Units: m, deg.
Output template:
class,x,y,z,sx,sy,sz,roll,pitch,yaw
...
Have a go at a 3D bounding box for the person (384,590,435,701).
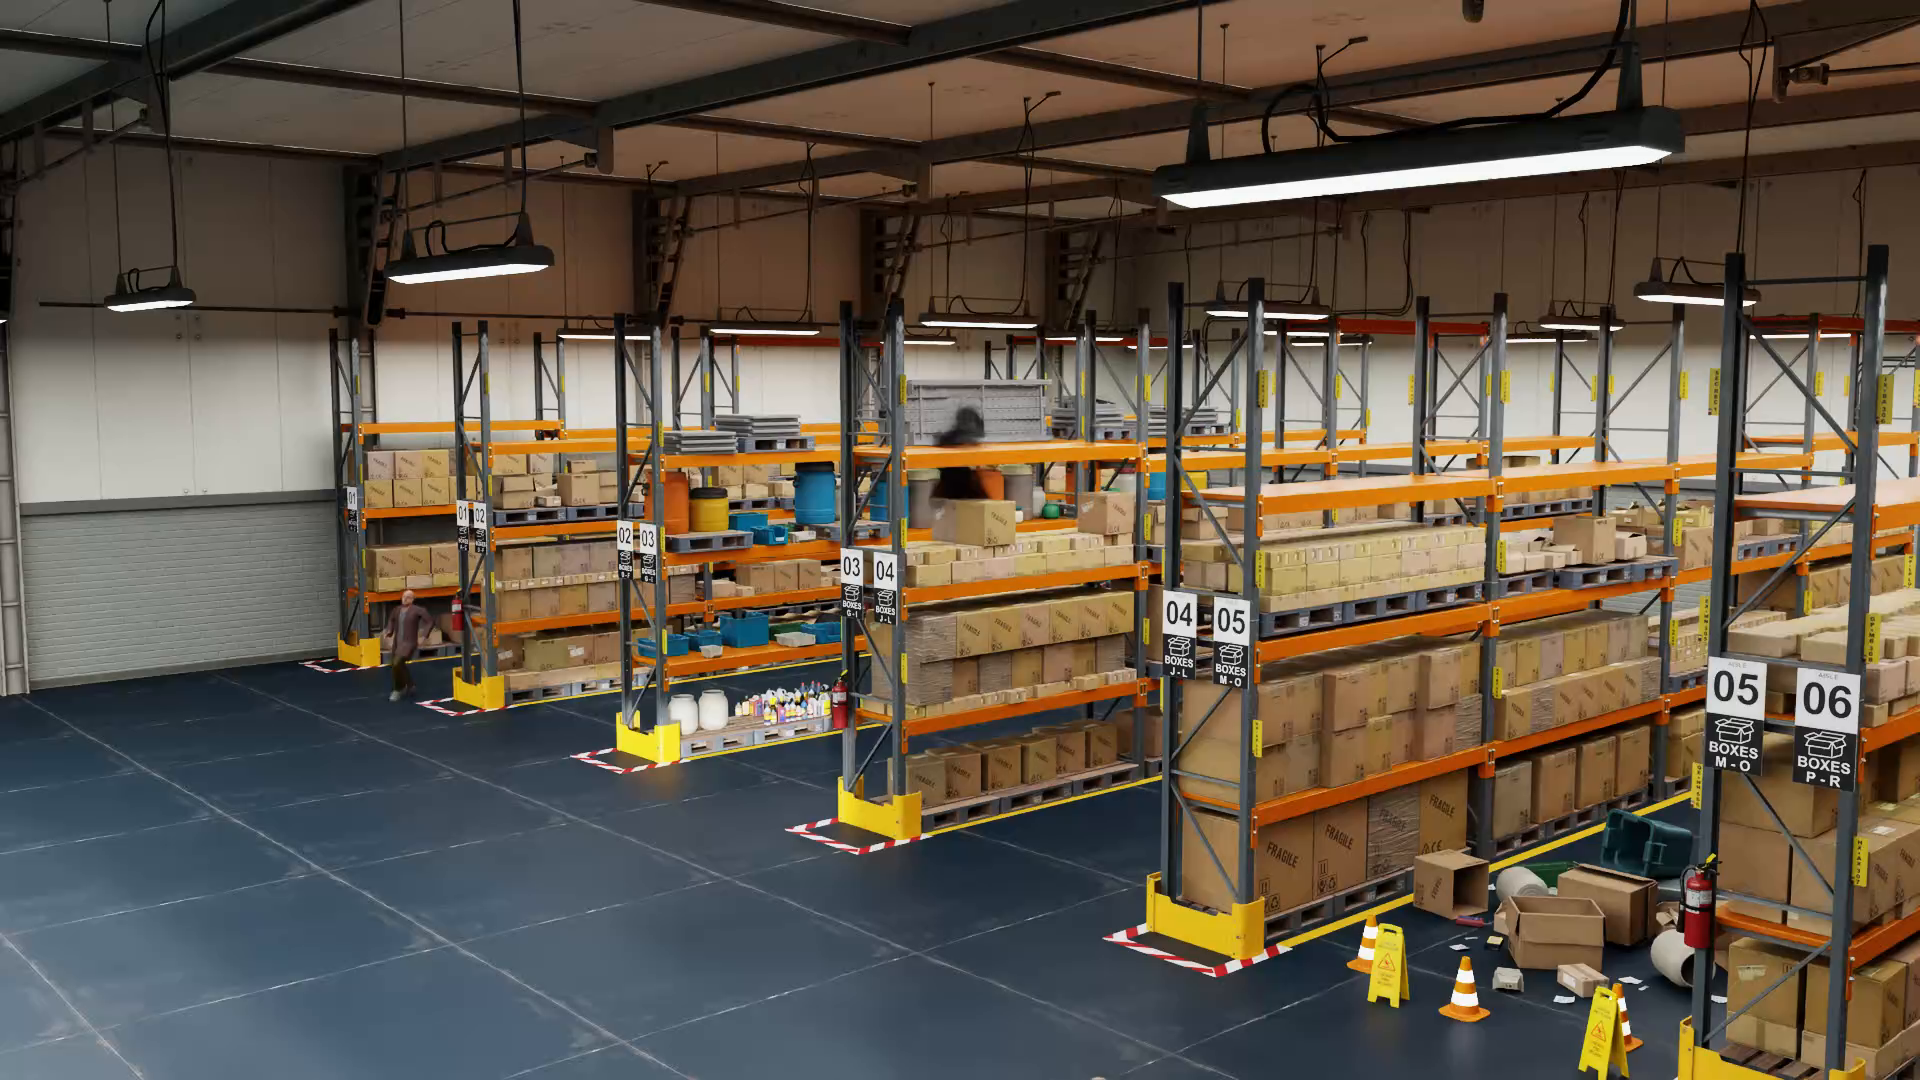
class,x,y,z,sx,sy,sz,roll,pitch,yaw
person,-8.834,1.685,26.581,0.770,1.788,0.726,3,6,25
